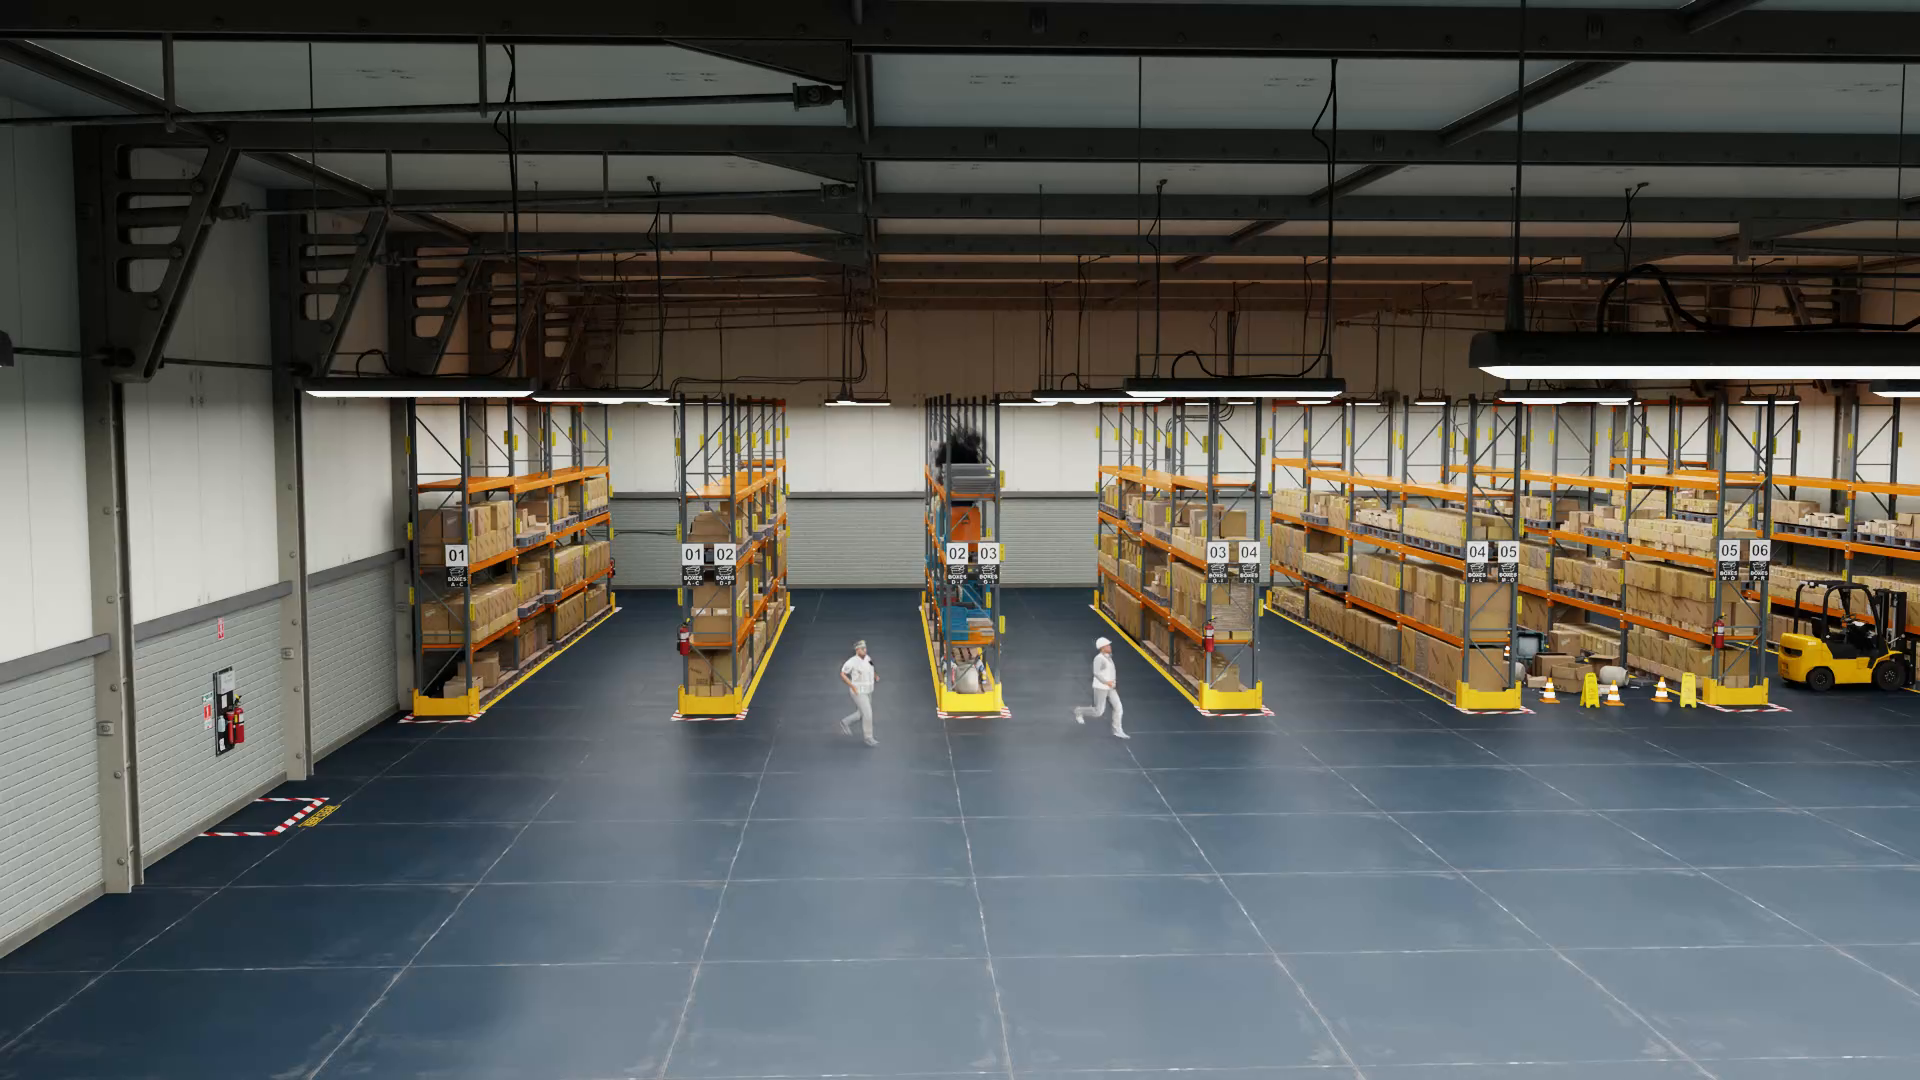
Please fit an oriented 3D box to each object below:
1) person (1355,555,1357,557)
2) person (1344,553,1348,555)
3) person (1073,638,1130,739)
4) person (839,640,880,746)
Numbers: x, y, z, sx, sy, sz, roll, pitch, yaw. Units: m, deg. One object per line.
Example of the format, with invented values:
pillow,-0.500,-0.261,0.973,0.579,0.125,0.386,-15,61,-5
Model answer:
person,10.913,1.278,45.611,0.572,1.732,0.705,0,5,-4
person,11.299,1.009,49.121,0.735,1.718,0.588,-1,5,-10
person,2.481,2.582,29.035,1.024,1.761,0.640,3,5,30
person,-1.715,2.595,28.502,0.870,1.795,0.652,3,5,32
